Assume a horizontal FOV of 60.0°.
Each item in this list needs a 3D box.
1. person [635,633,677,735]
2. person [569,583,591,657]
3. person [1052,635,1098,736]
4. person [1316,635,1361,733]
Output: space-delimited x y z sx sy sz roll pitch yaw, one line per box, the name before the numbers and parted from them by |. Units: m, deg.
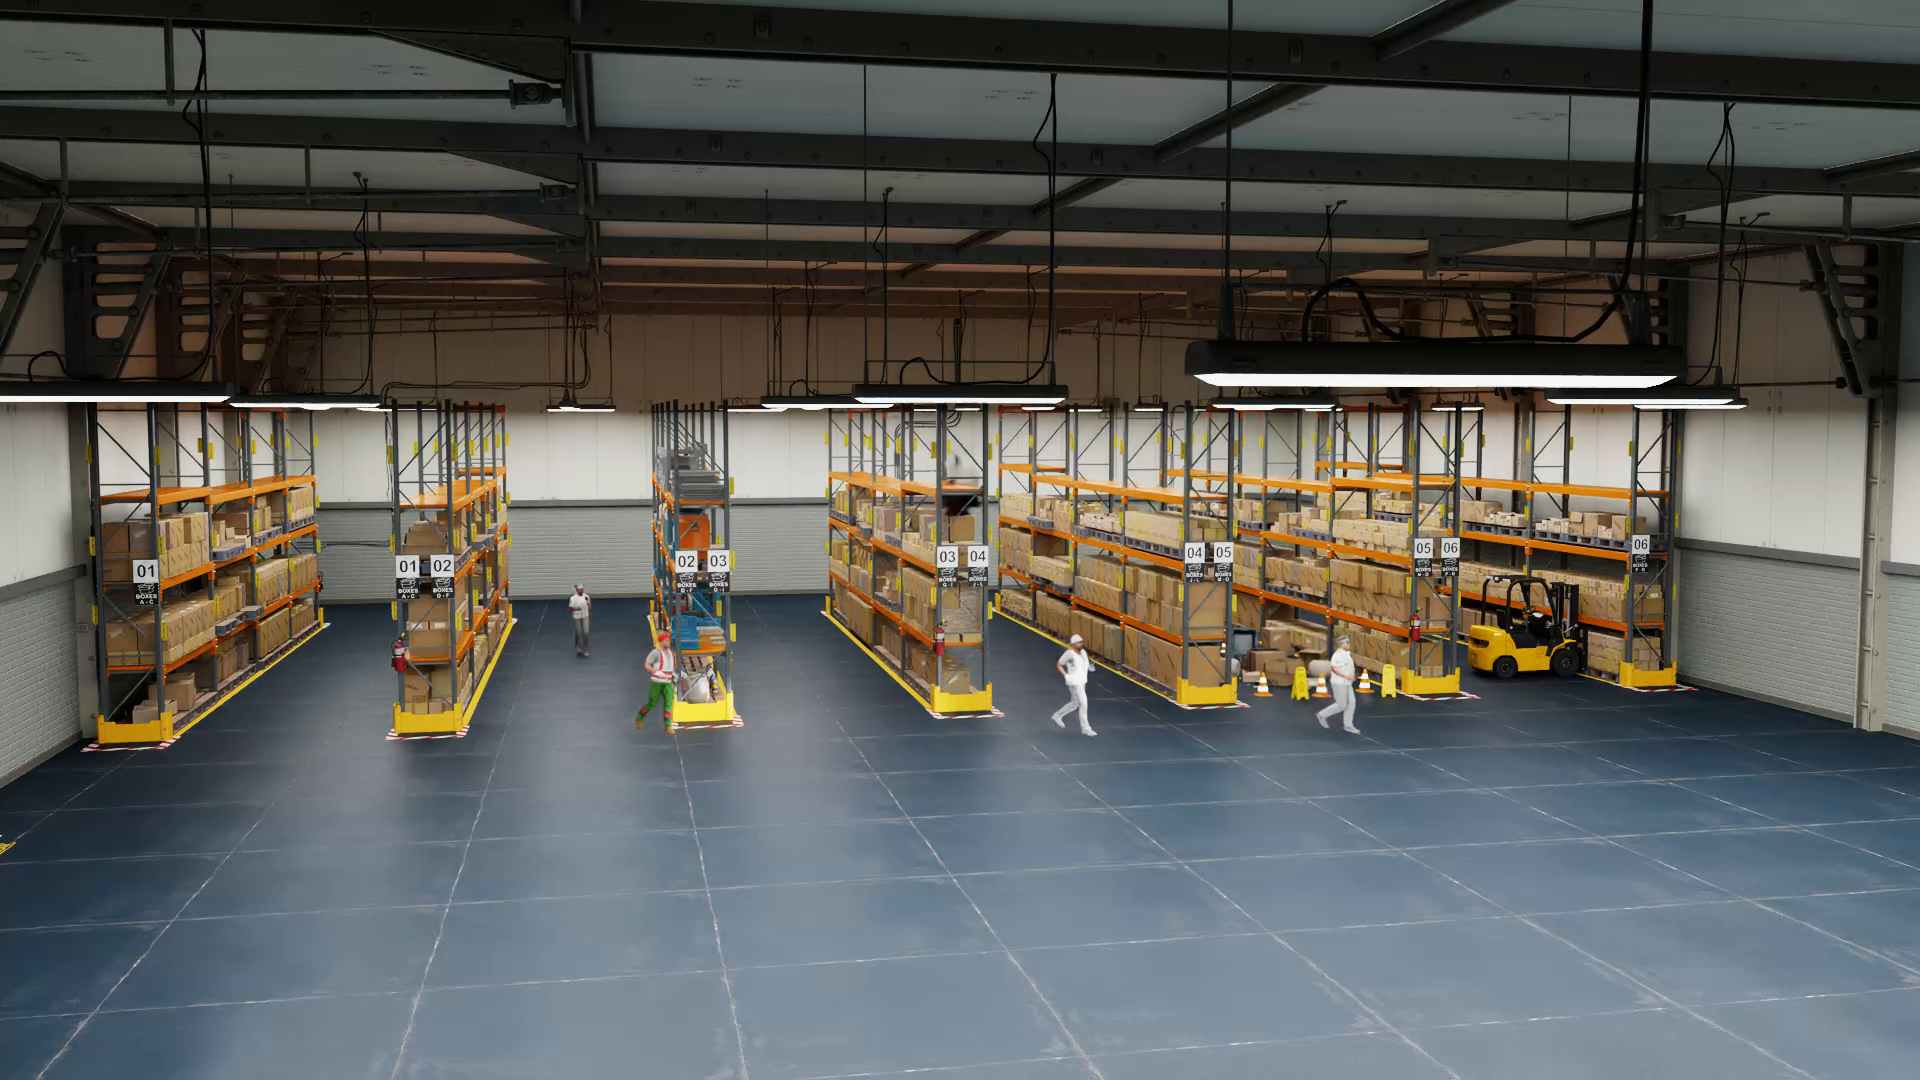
person | -5.346 2.566 29.957 0.978 1.764 0.718 4 6 42
person | -9.047 1.893 39.650 0.564 1.754 0.794 -2 5 -21
person | 2.073 2.582 29.826 0.924 1.795 0.666 2 5 30
person | 6.873 2.585 30.067 0.794 1.787 0.688 3 5 32
